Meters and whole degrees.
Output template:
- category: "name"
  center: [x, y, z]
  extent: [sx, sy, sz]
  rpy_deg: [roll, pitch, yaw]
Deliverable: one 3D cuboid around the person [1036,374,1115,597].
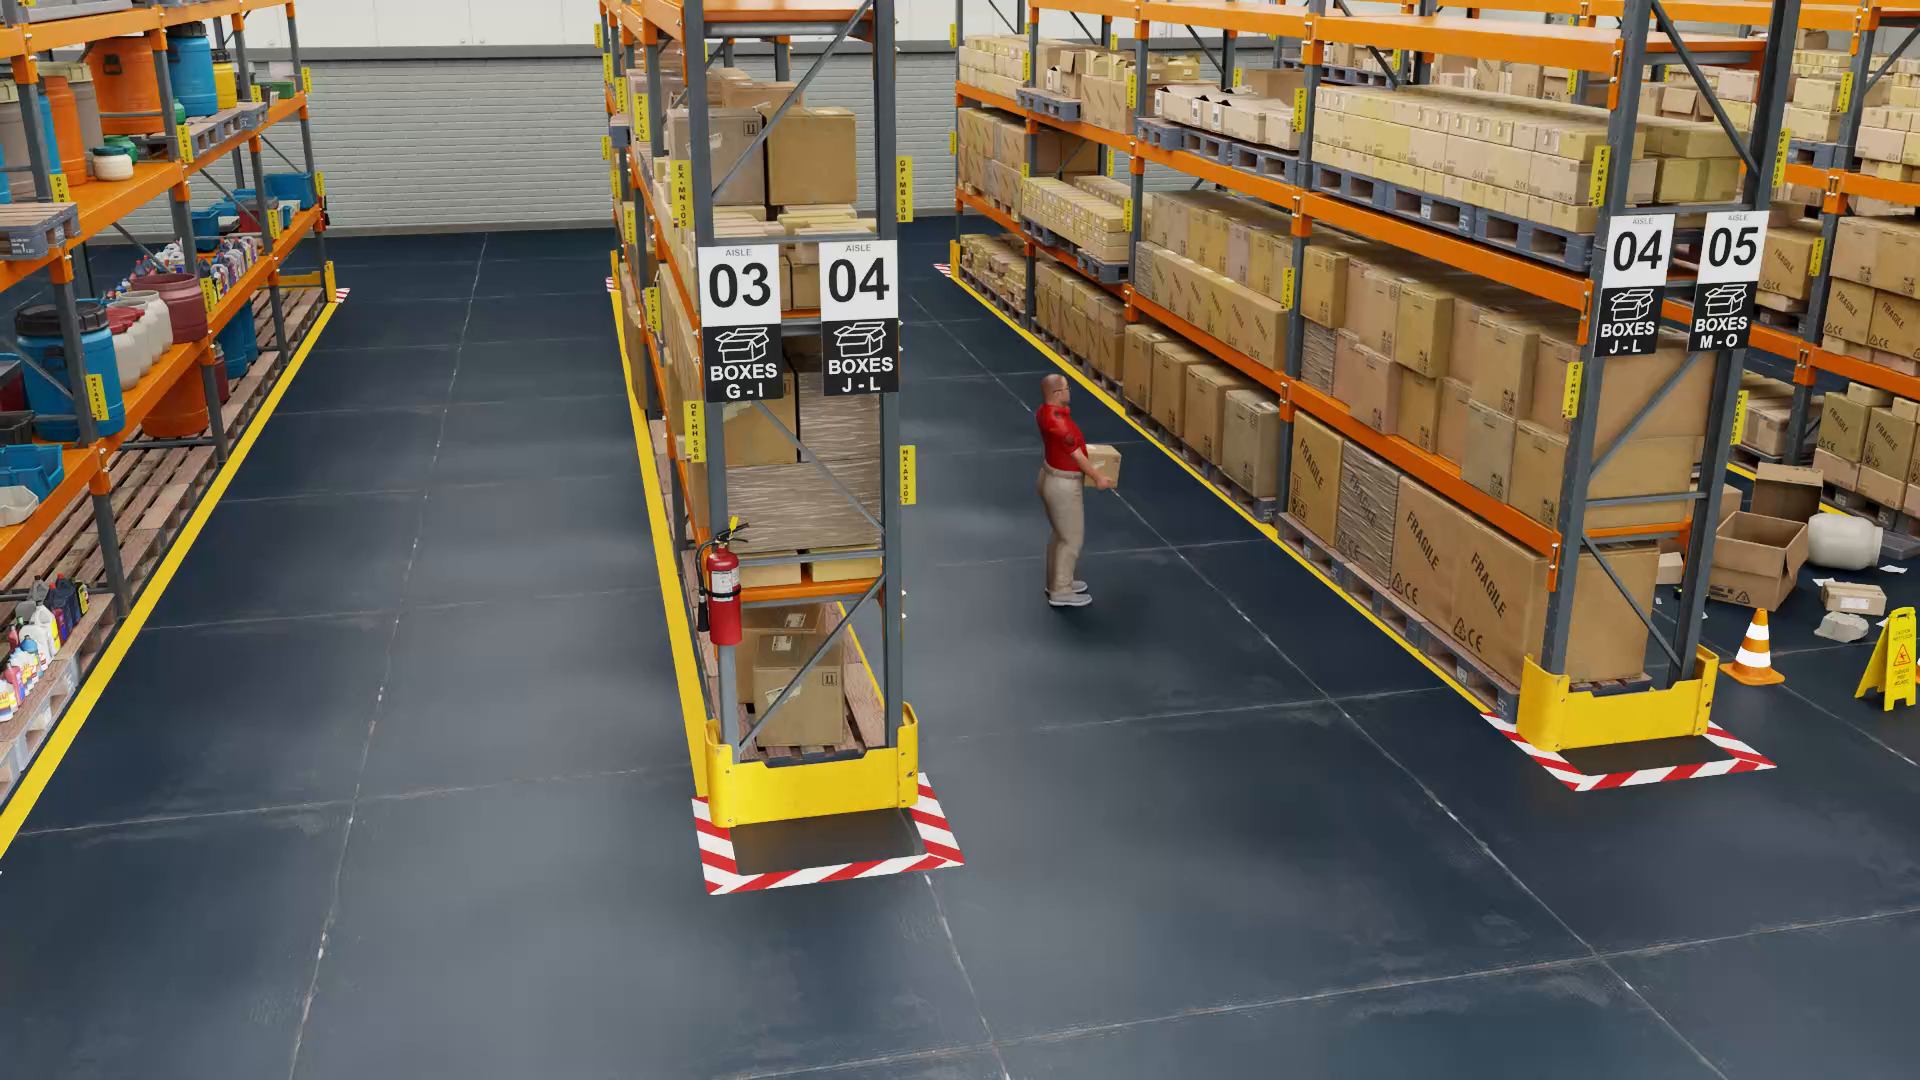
- category: "person"
  center: [0.837, -0.423, 12.201]
  extent: [0.538, 1.641, 0.494]
  rpy_deg: [-4, 20, -12]
